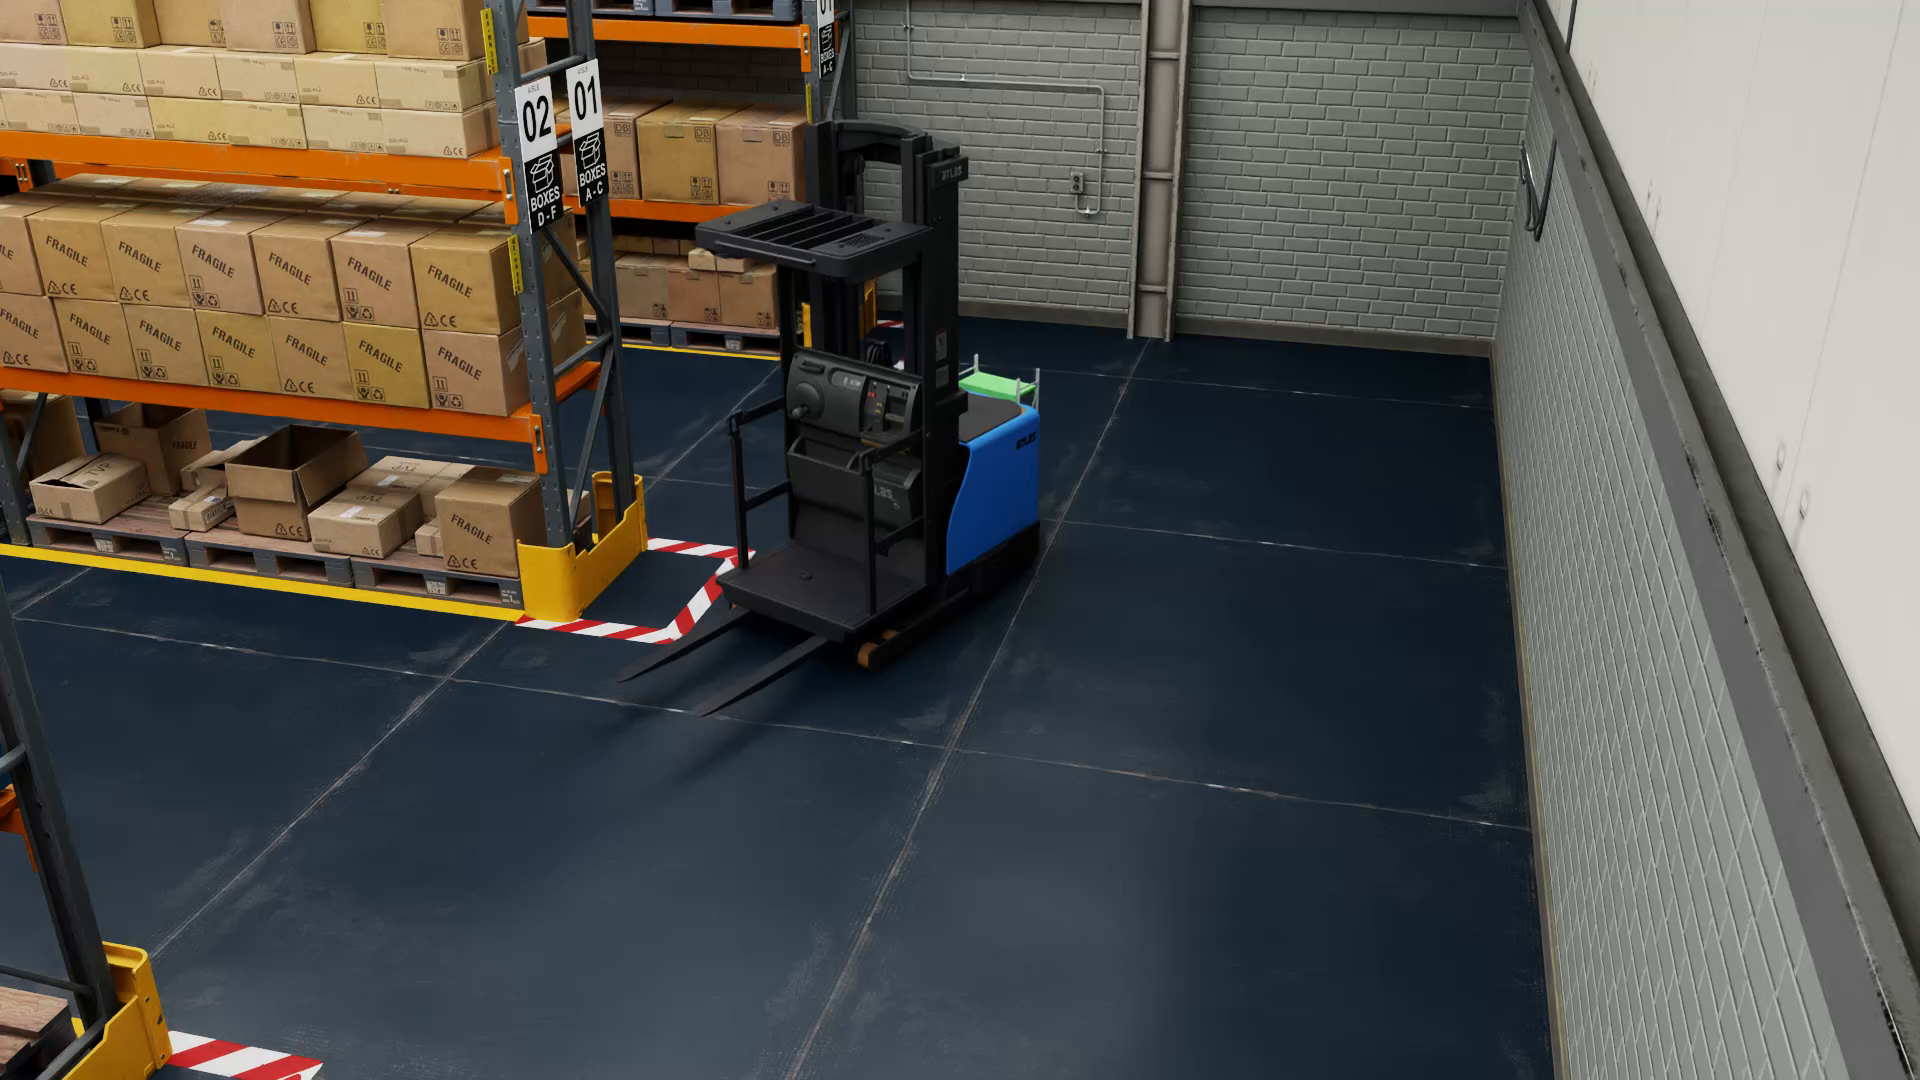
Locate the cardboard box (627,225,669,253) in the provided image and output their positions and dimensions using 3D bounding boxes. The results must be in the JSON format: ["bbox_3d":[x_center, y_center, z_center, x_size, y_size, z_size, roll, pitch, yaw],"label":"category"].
[{"bbox_3d":[-2.846,-2.749,15.199,0.250,0.149,0.380,7,26,14],"label":"cardboard box"}]

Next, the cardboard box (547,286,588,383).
[{"bbox_3d":[-2.680,-1.297,10.368,0.500,0.500,0.500,7,26,14],"label":"cardboard box"}]

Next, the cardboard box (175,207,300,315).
[{"bbox_3d":[-4.305,-1.686,10.023,0.500,0.500,0.500,7,26,15],"label":"cardboard box"}]

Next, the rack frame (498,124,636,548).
[{"bbox_3d":[-2.316,-1.094,10.059,0.127,3.000,1.000,6,26,13],"label":"rack frame"}]

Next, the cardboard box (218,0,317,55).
[{"bbox_3d":[-3.791,-3.091,9.484,0.500,0.500,0.700,6,26,13],"label":"cardboard box"}]

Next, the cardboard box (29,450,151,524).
[{"bbox_3d":[-5.837,-0.372,11.158,0.500,0.311,0.500,6,26,13],"label":"cardboard box"}]

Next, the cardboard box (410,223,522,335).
[{"bbox_3d":[-2.815,-1.524,9.682,0.500,0.500,0.500,6,26,13],"label":"cardboard box"}]

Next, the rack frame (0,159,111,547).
[{"bbox_3d":[-6.190,-1.522,10.958,0.127,3.000,1.000,6,26,13],"label":"rack frame"}]

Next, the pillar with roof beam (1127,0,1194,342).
[{"bbox_3d":[0.673,-4.144,9.486,0.400,9.000,9.100,6,26,13],"label":"pillar with roof beam"}]

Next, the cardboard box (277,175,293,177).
[{"bbox_3d":[-6.118,-3.467,15.311,0.250,0.149,0.380,6,26,13],"label":"cardboard box"}]

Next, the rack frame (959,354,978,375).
[{"bbox_3d":[0.044,-0.653,11.225,0.015,1.200,0.240,17,30,32],"label":"rack frame"}]

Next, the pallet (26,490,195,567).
[{"bbox_3d":[-5.525,-0.189,11.402,1.213,0.211,1.003,6,26,13],"label":"pallet"}]

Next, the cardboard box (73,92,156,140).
[{"bbox_3d":[-4.813,-2.545,9.790,0.500,0.250,0.500,6,26,13],"label":"cardboard box"}]

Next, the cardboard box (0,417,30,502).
[{"bbox_3d":[-6.739,-0.526,11.261,0.500,0.500,0.500,6,26,13],"label":"cardboard box"}]

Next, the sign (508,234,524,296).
[{"bbox_3d":[-2.473,-1.531,9.261,0.005,0.325,0.100,6,26,13],"label":"sign"}]

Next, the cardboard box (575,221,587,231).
[{"bbox_3d":[-3.585,-2.831,15.371,0.250,0.149,0.380,5,26,11],"label":"cardboard box"}]

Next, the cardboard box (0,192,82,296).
[{"bbox_3d":[-5.803,-1.851,10.370,0.500,0.500,0.500,7,26,14],"label":"cardboard box"}]

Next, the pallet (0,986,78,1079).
[{"bbox_3d":[-4.342,2.122,6.547,1.213,0.211,1.003,6,26,13],"label":"pallet"}]

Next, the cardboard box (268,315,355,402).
[{"bbox_3d":[-3.802,-1.184,10.131,0.500,0.500,0.500,7,26,13],"label":"cardboard box"}]

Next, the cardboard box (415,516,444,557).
[{"bbox_3d":[-3.273,-0.050,10.650,0.250,0.166,0.380,6,26,13],"label":"cardboard box"}]

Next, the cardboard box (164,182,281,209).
[{"bbox_3d":[-4.650,-1.965,10.608,0.500,0.500,0.500,7,26,13],"label":"cardboard box"}]

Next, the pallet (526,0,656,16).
[{"bbox_3d":[-2.992,-4.676,14.196,1.213,0.211,1.003,6,26,13],"label":"pallet"}]

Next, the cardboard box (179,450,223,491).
[{"bbox_3d":[-5.189,-0.476,11.565,0.250,0.149,0.380,6,26,13],"label":"cardboard box"}]

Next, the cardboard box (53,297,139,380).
[{"bbox_3d":[-5.267,-1.346,10.471,0.500,0.500,0.500,7,26,14],"label":"cardboard box"}]

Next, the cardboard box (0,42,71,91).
[{"bbox_3d":[-5.296,-2.827,9.801,0.500,0.250,0.500,6,26,13],"label":"cardboard box"}]

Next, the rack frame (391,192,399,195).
[{"bbox_3d":[-4.959,-3.585,15.291,0.127,3.000,1.000,6,26,13],"label":"rack frame"}]

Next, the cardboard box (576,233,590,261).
[{"bbox_3d":[-3.469,-2.648,14.987,0.250,0.149,0.380,6,26,12],"label":"cardboard box"}]

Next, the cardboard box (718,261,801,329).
[{"bbox_3d":[-1.788,-2.251,14.908,0.500,0.500,0.700,6,26,13],"label":"cardboard box"}]

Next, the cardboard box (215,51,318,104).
[{"bbox_3d":[-3.844,-2.664,9.459,0.500,0.250,0.500,6,26,13],"label":"cardboard box"}]

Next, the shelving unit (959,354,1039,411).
[{"bbox_3d":[0.241,-0.591,11.096,0.503,1.200,0.258,17,30,32],"label":"shelving unit"}]

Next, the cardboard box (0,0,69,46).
[{"bbox_3d":[-5.260,-3.225,9.765,0.500,0.500,0.700,6,26,13],"label":"cardboard box"}]

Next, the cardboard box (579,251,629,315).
[{"bbox_3d":[-3.278,-2.412,15.247,0.500,0.500,0.700,7,26,14],"label":"cardboard box"}]

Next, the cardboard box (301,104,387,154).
[{"bbox_3d":[-3.360,-2.384,9.453,0.500,0.250,0.500,6,26,13],"label":"cardboard box"}]

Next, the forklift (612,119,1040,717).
[{"bbox_3d":[-0.754,-0.800,9.520,1.130,2.935,3.031,17,30,32],"label":"forklift"}]

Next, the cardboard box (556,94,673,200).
[{"bbox_3d":[-3.025,-3.501,14.766,0.700,0.700,0.980,5,26,10],"label":"cardboard box"}]

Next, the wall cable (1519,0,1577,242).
[{"bbox_3d":[4.303,-3.709,12.185,0.112,2.526,3.097,6,26,13],"label":"wall cable"}]

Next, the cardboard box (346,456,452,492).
[{"bbox_3d":[-3.740,-0.335,11.150,0.500,0.250,0.500,6,26,13],"label":"cardboard box"}]

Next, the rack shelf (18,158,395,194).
[{"bbox_3d":[-6.896,-3.474,15.895,4.000,0.370,1.077,6,26,13],"label":"rack shelf"}]

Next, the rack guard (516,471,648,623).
[{"bbox_3d":[-2.389,0.026,10.613,0.348,0.500,1.175,6,26,13],"label":"rack guard"}]

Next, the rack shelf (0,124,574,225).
[{"bbox_3d":[-4.253,-2.338,10.018,4.000,0.370,1.077,6,26,13],"label":"rack shelf"}]

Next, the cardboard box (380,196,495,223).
[{"bbox_3d":[-3.188,-1.801,10.264,0.500,0.500,0.500,7,26,14],"label":"cardboard box"}]

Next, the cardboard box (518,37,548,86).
[{"bbox_3d":[-2.748,-2.770,9.682,0.500,0.250,0.500,6,26,13],"label":"cardboard box"}]

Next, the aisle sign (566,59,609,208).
[{"bbox_3d":[-2.176,-2.383,9.741,0.004,0.787,0.394,6,26,13],"label":"aisle sign"}]
